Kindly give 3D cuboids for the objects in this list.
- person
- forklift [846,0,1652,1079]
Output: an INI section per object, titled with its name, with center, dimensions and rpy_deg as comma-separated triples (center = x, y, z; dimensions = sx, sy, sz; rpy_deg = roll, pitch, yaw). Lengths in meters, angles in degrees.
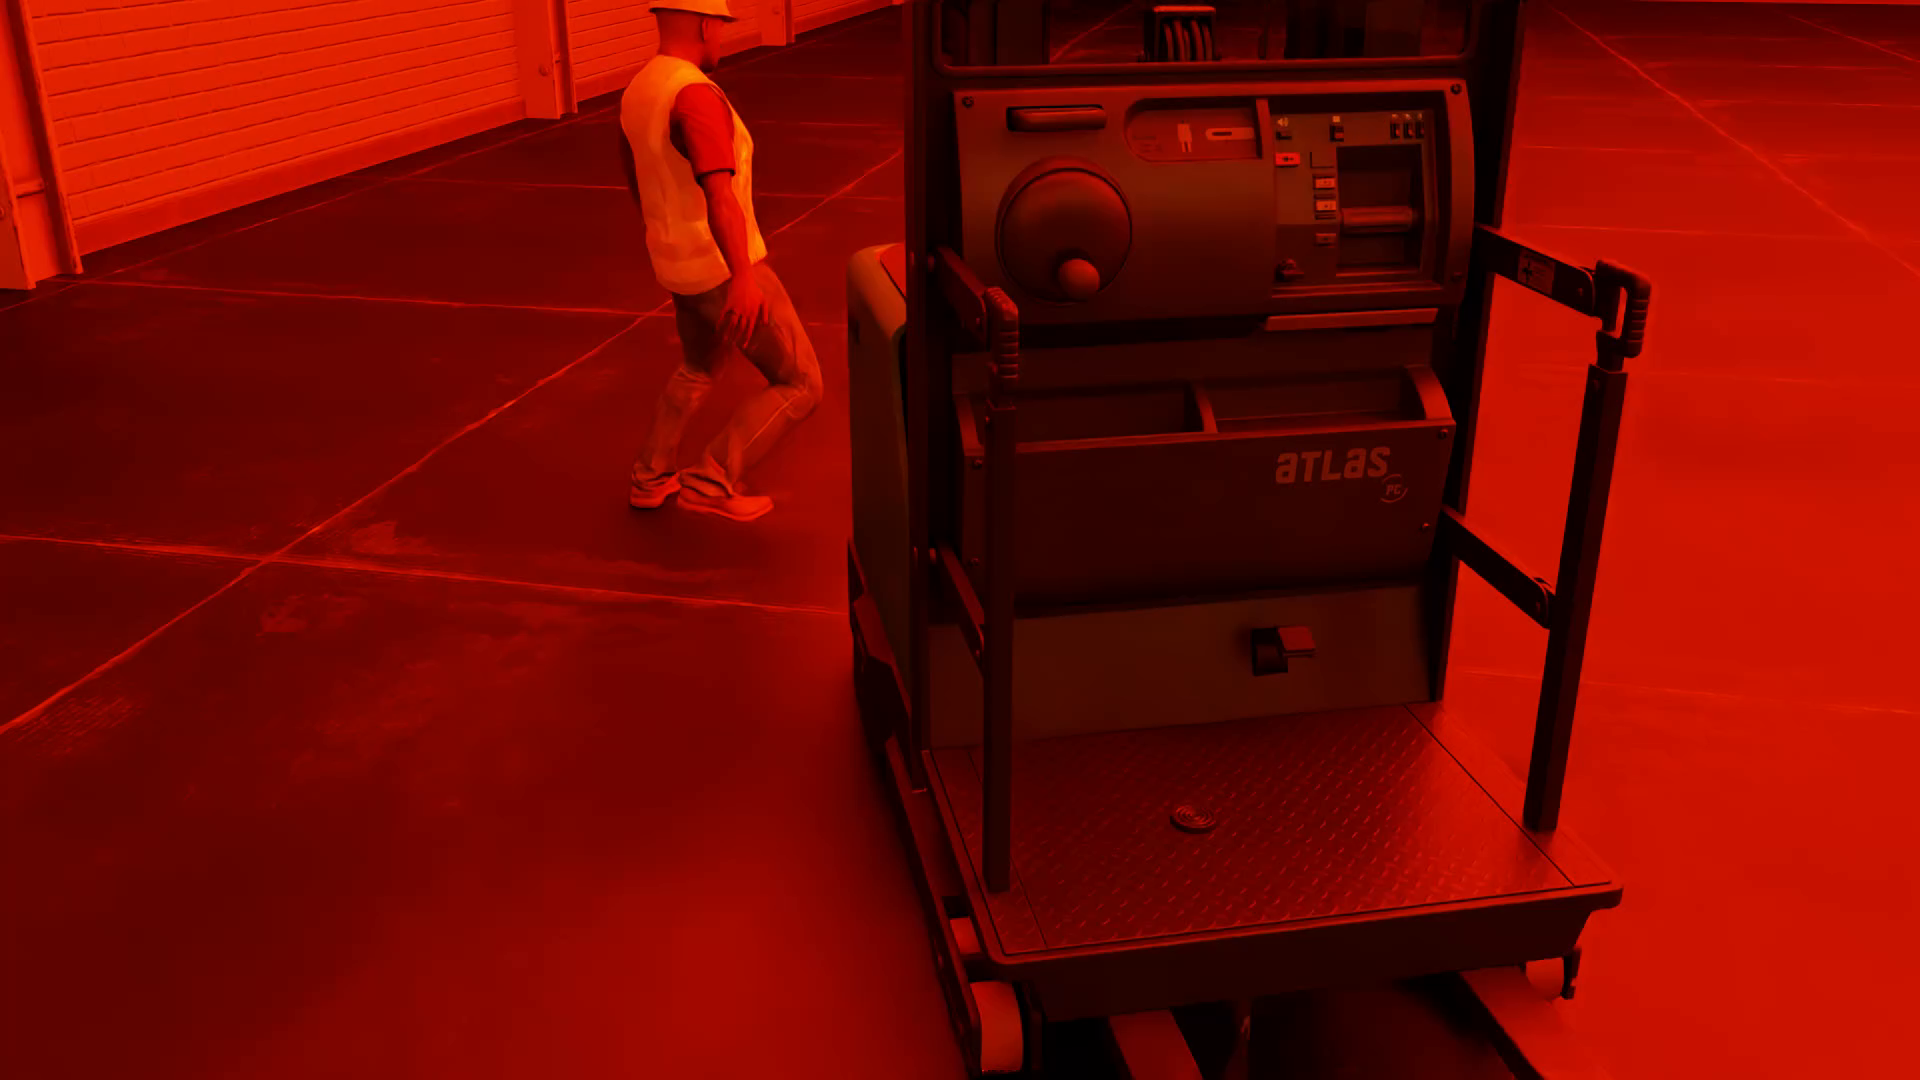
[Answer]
[person]
center = -0.744, -0.851, 5.038
dimensions = 0.507, 1.672, 0.954
rpy_deg = -11, 25, -26
[forklift]
center = 0.493, -0.582, 2.694
dimensions = 1.130, 2.935, 3.031
rpy_deg = -4, 23, -10
